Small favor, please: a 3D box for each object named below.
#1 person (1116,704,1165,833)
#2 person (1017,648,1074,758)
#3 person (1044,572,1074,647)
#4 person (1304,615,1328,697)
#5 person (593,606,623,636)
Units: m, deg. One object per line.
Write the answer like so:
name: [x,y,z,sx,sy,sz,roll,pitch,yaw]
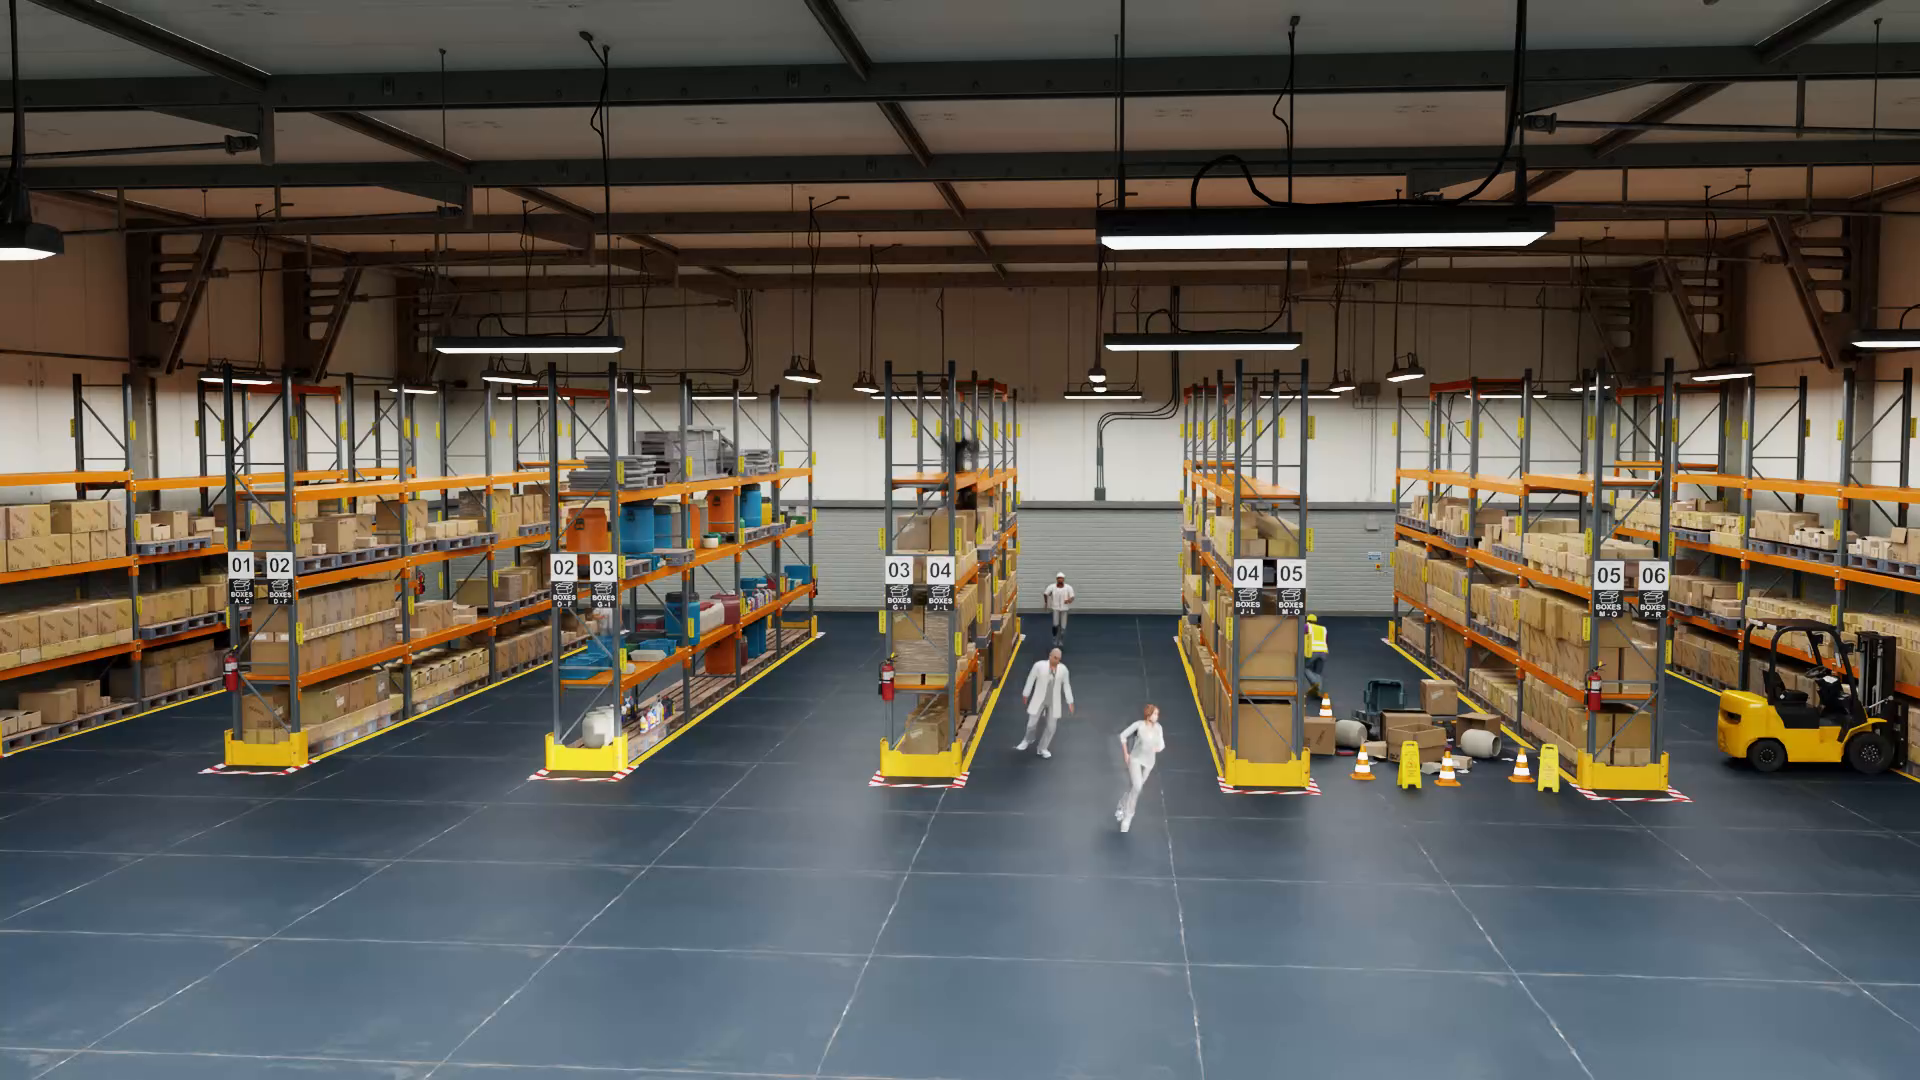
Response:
person: [2.211,2.835,20.989,0.689,1.552,0.695,-2,4,-23]
person: [1.306,2.469,25.459,0.845,1.696,0.657,0,4,-6]
person: [2.292,1.604,38.233,0.686,1.721,0.641,0,4,-2]
person: [6.710,2.179,31.516,0.685,1.470,0.989,-1,4,-10]
person: [-7.546,1.869,35.648,0.603,1.619,0.927,-1,4,-11]
